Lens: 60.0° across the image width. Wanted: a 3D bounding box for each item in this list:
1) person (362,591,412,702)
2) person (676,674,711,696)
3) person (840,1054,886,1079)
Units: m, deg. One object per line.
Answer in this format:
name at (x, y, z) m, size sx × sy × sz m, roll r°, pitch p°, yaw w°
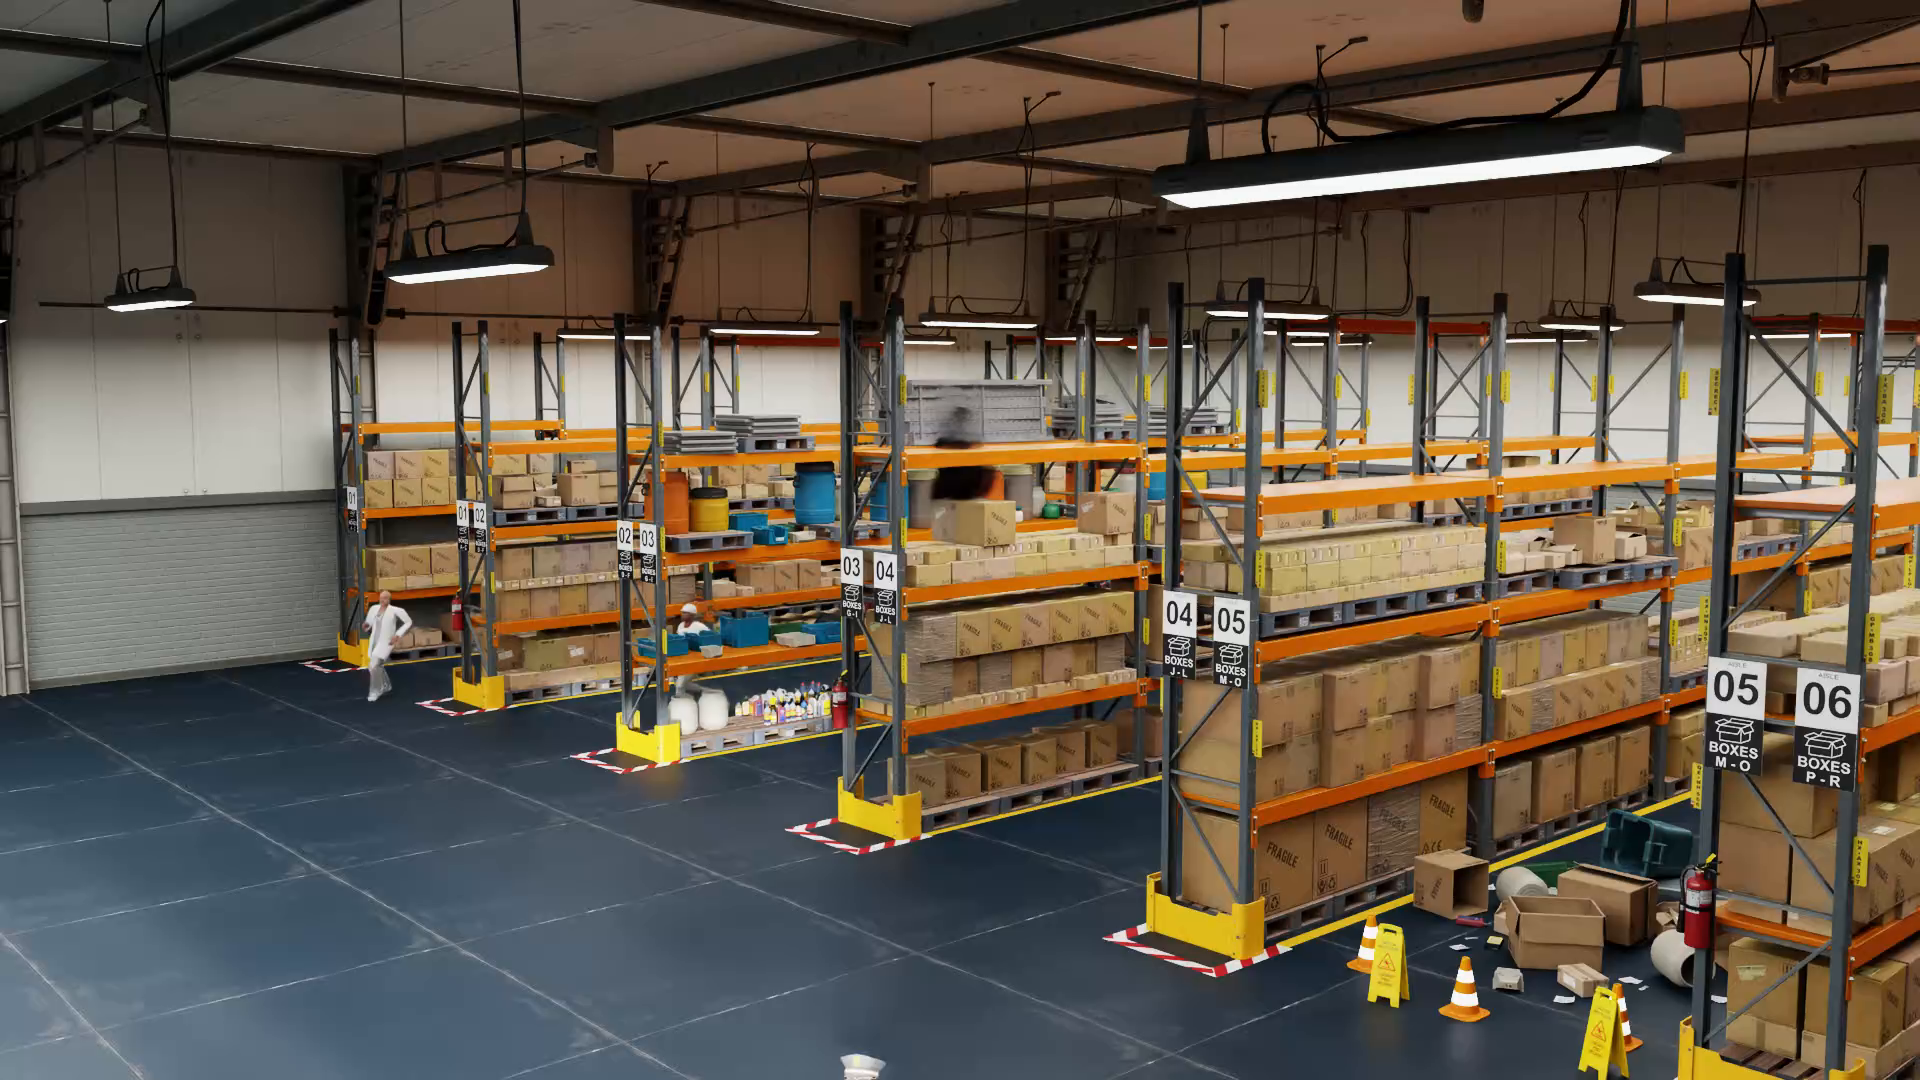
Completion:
person at (-9.175, 1.797, 26.508) m, size 0.712 × 1.589 × 0.769 m, roll 2°, pitch 6°, yaw 23°
person at (-4.039, 2.170, 25.121) m, size 0.366 × 0.895 × 0.754 m, roll 6°, pitch 8°, yaw 44°
person at (-0.487, 3.485, 8.775) m, size 0.616 × 1.673 × 0.538 m, roll 1°, pitch 6°, yaw 6°
